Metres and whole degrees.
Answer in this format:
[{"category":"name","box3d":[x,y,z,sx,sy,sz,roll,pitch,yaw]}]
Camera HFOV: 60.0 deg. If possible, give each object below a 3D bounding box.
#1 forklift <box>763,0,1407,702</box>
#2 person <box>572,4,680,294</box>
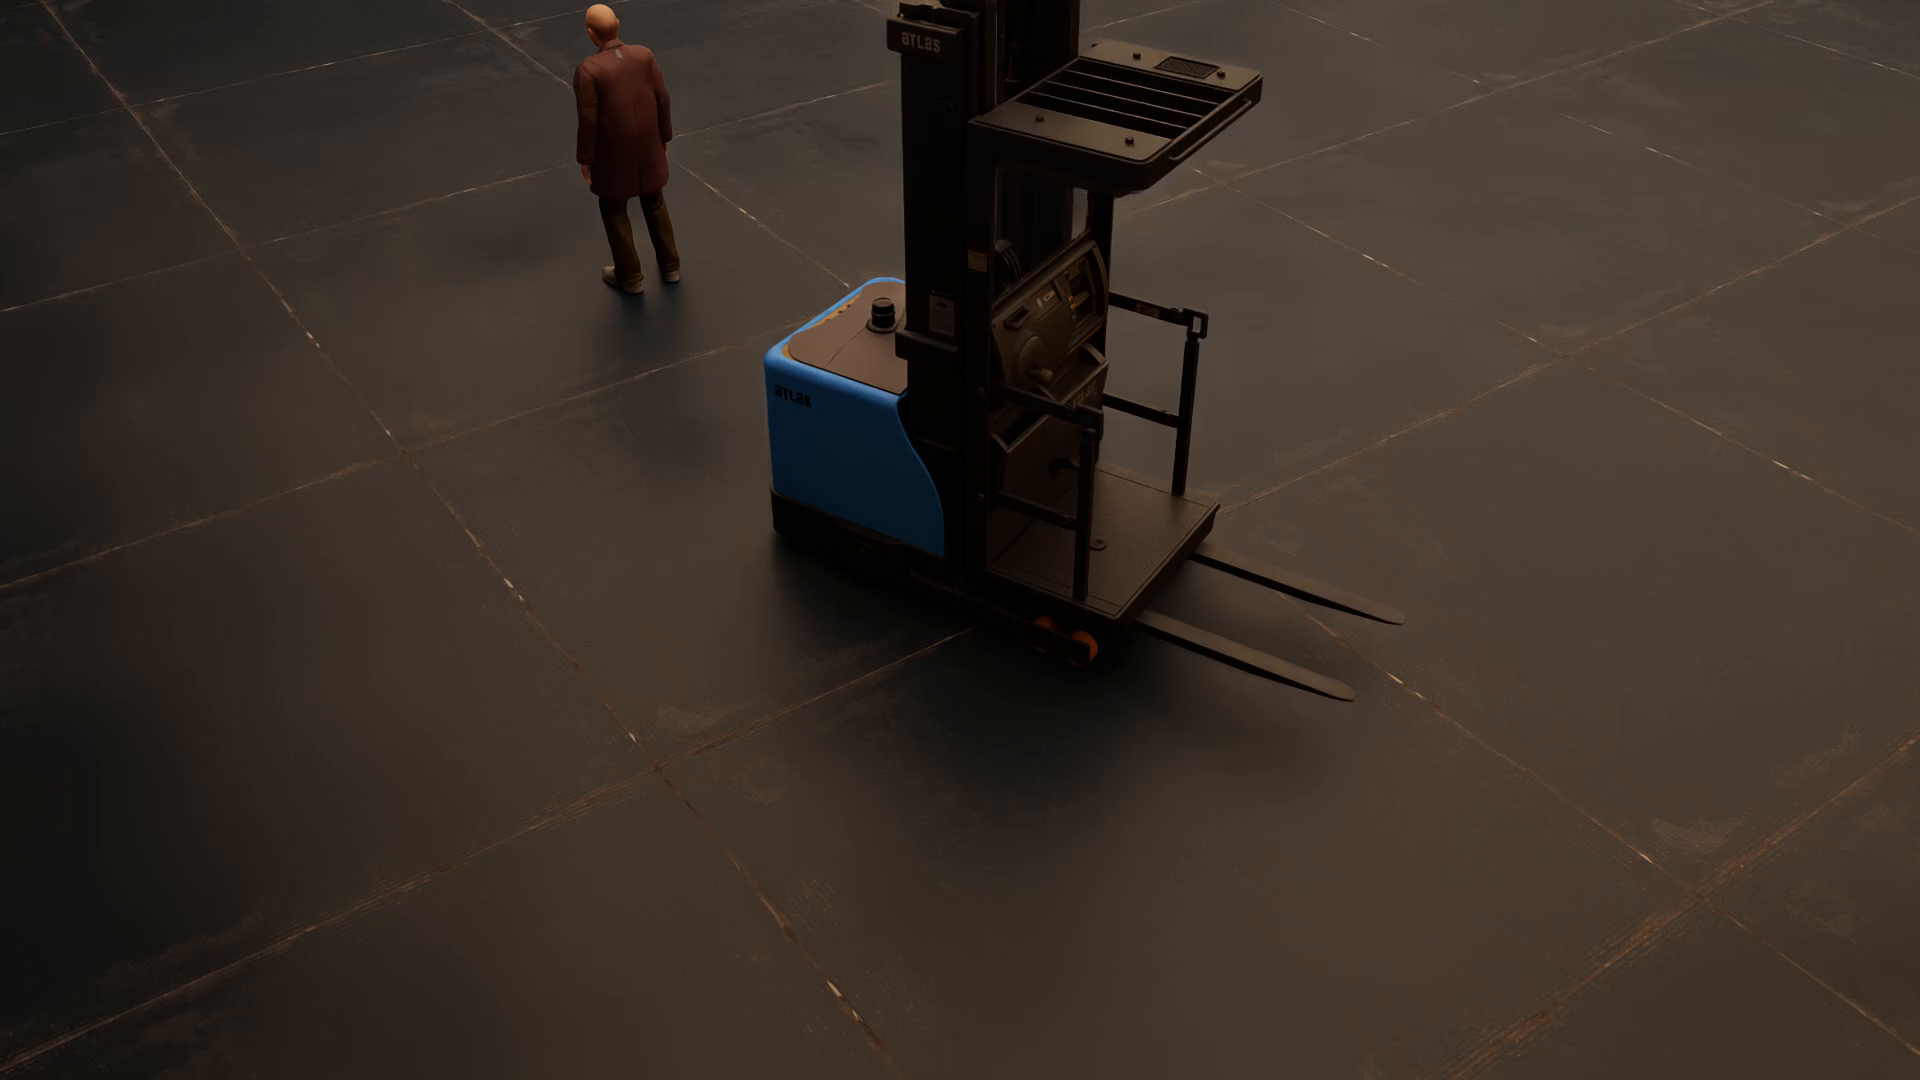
[{"category":"forklift","box3d":[0.577,-0.961,7.244,3.031,2.935,1.130,21,41,26]},{"category":"person","box3d":[-2.041,-2.370,10.124,0.644,1.772,0.436,-25,43,-29]}]
